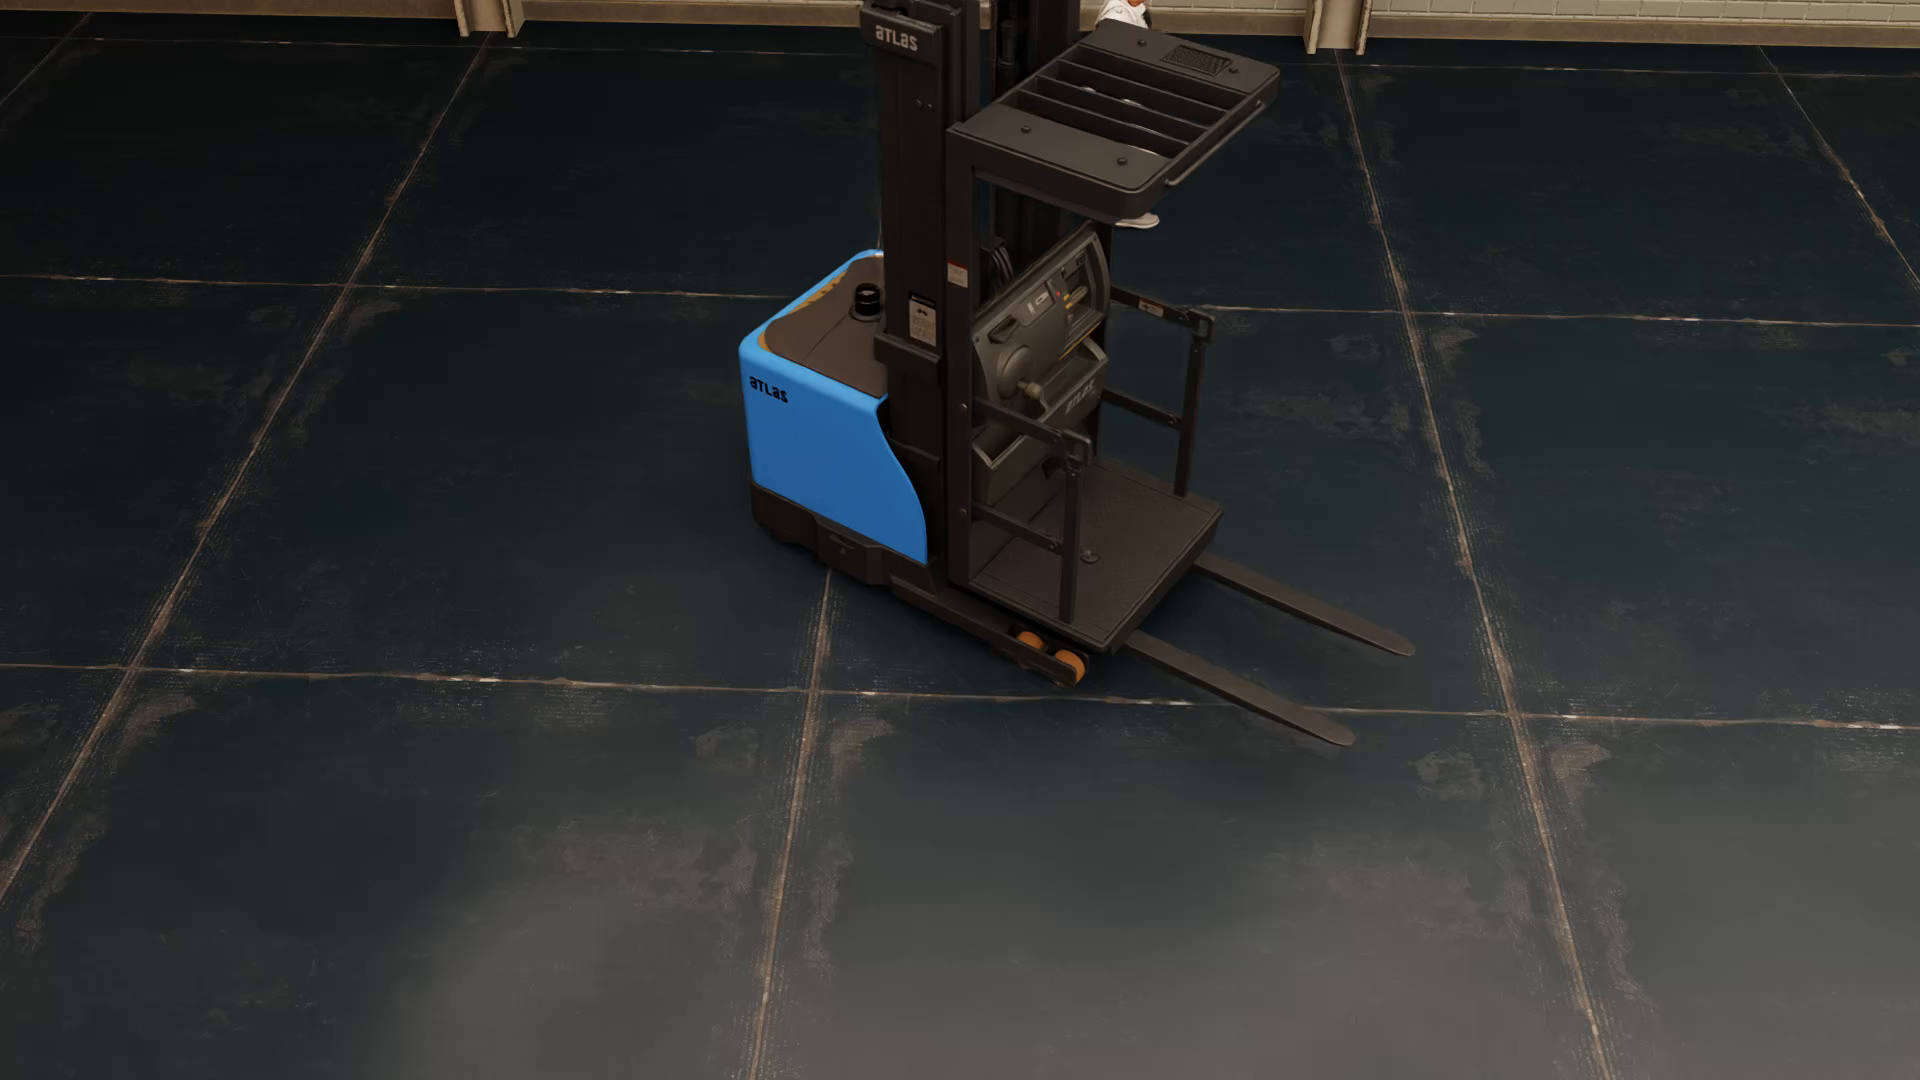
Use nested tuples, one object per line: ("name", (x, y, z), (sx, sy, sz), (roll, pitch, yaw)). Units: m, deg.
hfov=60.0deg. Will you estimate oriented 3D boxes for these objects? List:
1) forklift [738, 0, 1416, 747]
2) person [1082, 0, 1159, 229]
("forklift", (0.510, -0.853, 6.676), (3.031, 2.935, 1.130), (25, 48, 25))
("person", (0.954, -2.561, 9.559), (0.567, 1.615, 0.720), (1, 42, 2))
